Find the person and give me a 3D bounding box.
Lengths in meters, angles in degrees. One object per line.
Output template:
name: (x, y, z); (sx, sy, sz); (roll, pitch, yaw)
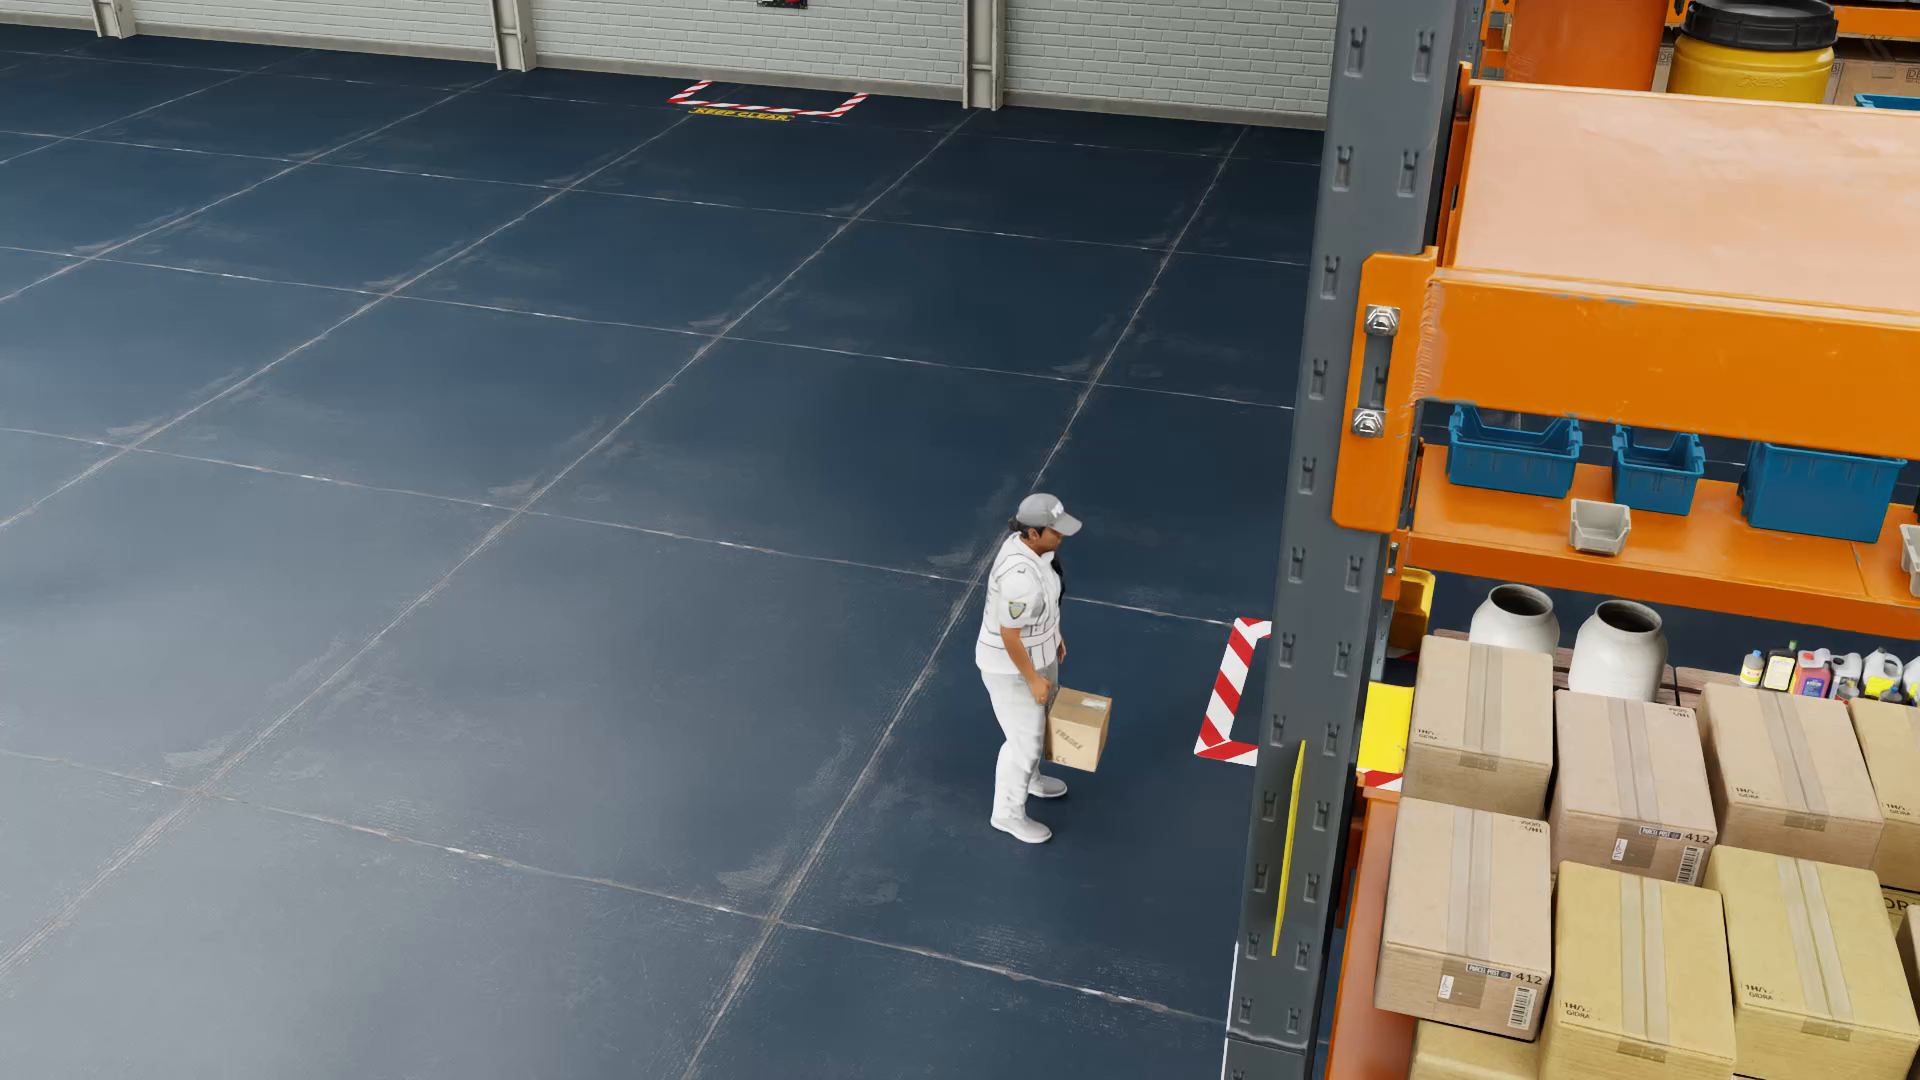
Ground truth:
person: (0.305, 0.542, 7.527); (0.439, 1.670, 0.526); (8, 30, 14)
